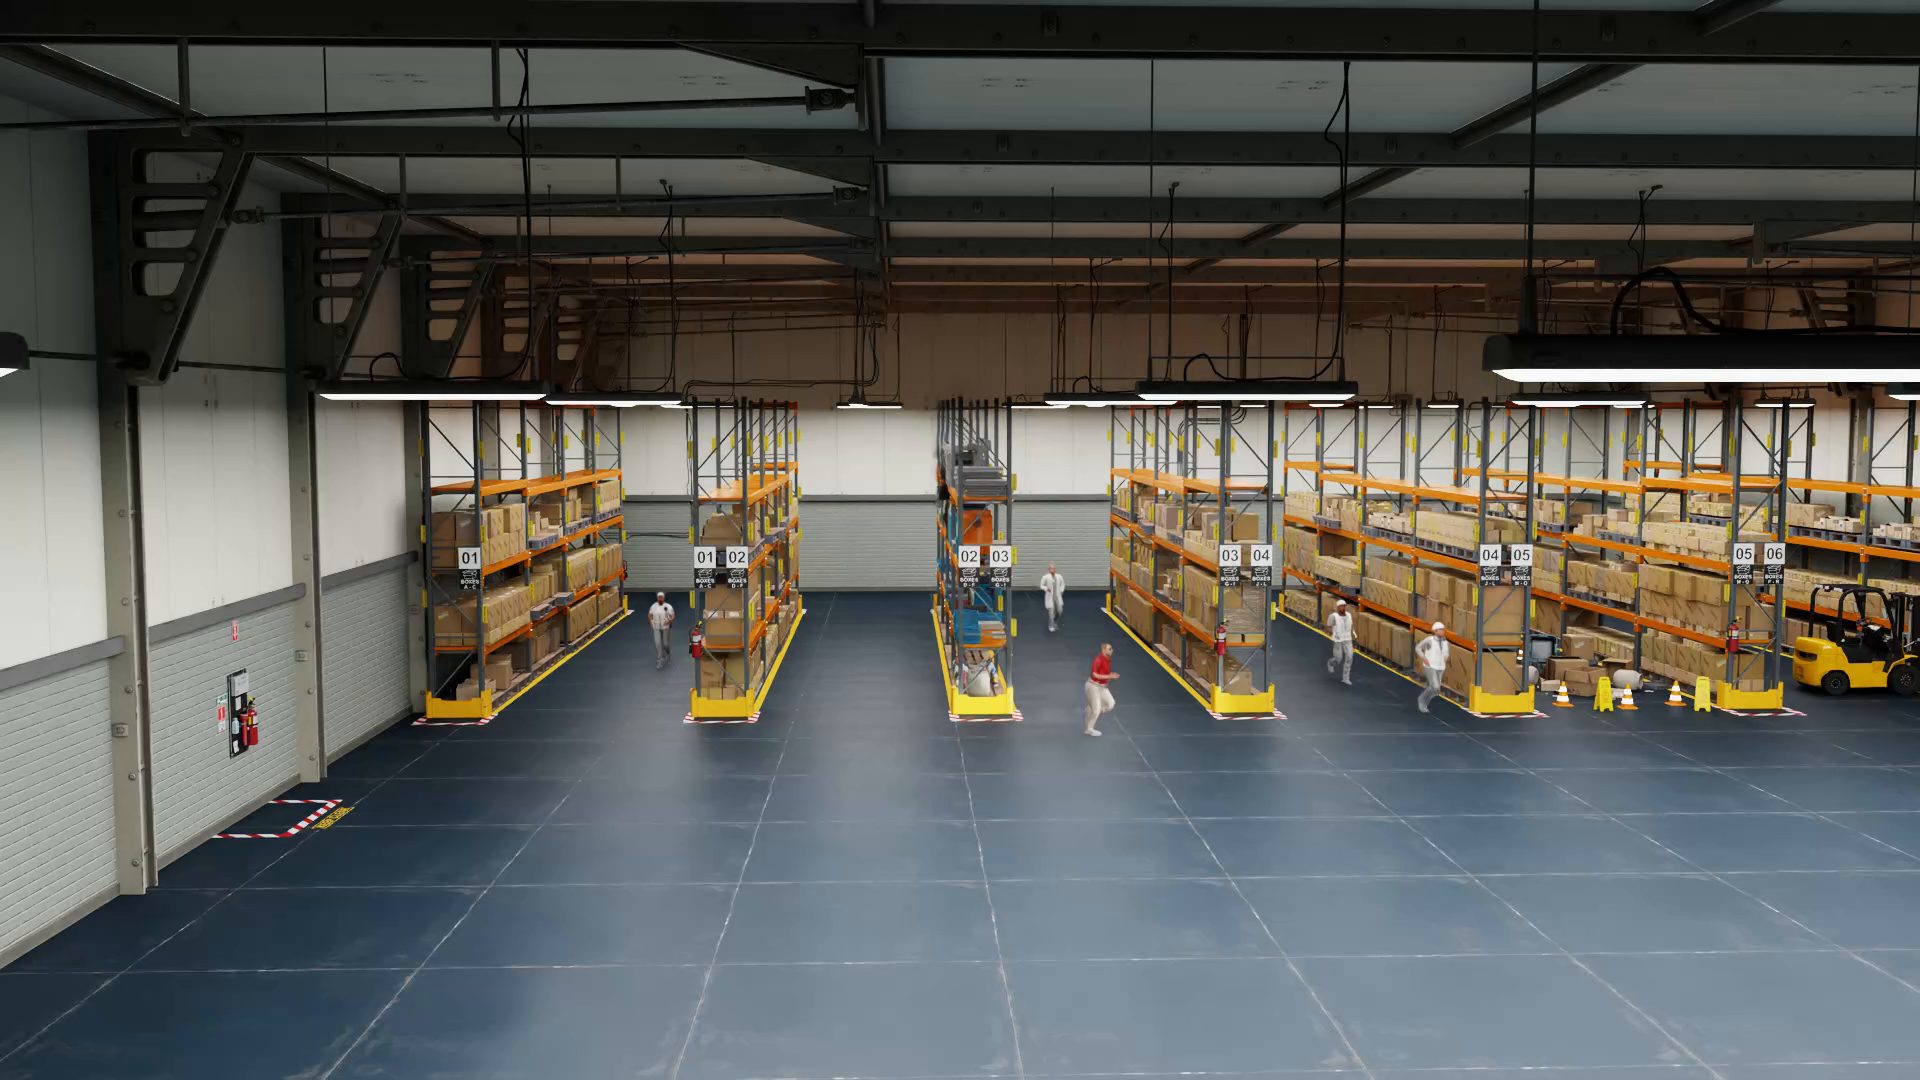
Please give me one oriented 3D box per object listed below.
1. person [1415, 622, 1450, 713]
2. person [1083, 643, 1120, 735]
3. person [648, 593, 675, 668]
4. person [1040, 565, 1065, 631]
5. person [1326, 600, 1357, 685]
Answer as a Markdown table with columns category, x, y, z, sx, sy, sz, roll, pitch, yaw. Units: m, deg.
| category | x | y | z | sx | sy | sz | roll | pitch | yaw |
| --- | --- | --- | --- | --- | --- | --- | --- | --- | --- |
| person | 9.010 | 2.419 | 31.536 | 0.641 | 1.733 | 0.592 | -2 | 5 | -23 |
| person | 2.509 | 2.631 | 29.332 | 0.721 | 1.657 | 0.650 | 3 | 5 | 32 |
| person | -6.740 | 2.007 | 37.535 | 0.613 | 1.660 | 0.726 | 0 | 4 | -3 |
| person | 2.441 | 1.513 | 43.137 | 0.698 | 1.735 | 0.633 | -1 | 5 | -12 |
| person | 8.075 | 2.140 | 35.206 | 0.670 | 1.764 | 0.889 | -1 | 5 | -12 |
